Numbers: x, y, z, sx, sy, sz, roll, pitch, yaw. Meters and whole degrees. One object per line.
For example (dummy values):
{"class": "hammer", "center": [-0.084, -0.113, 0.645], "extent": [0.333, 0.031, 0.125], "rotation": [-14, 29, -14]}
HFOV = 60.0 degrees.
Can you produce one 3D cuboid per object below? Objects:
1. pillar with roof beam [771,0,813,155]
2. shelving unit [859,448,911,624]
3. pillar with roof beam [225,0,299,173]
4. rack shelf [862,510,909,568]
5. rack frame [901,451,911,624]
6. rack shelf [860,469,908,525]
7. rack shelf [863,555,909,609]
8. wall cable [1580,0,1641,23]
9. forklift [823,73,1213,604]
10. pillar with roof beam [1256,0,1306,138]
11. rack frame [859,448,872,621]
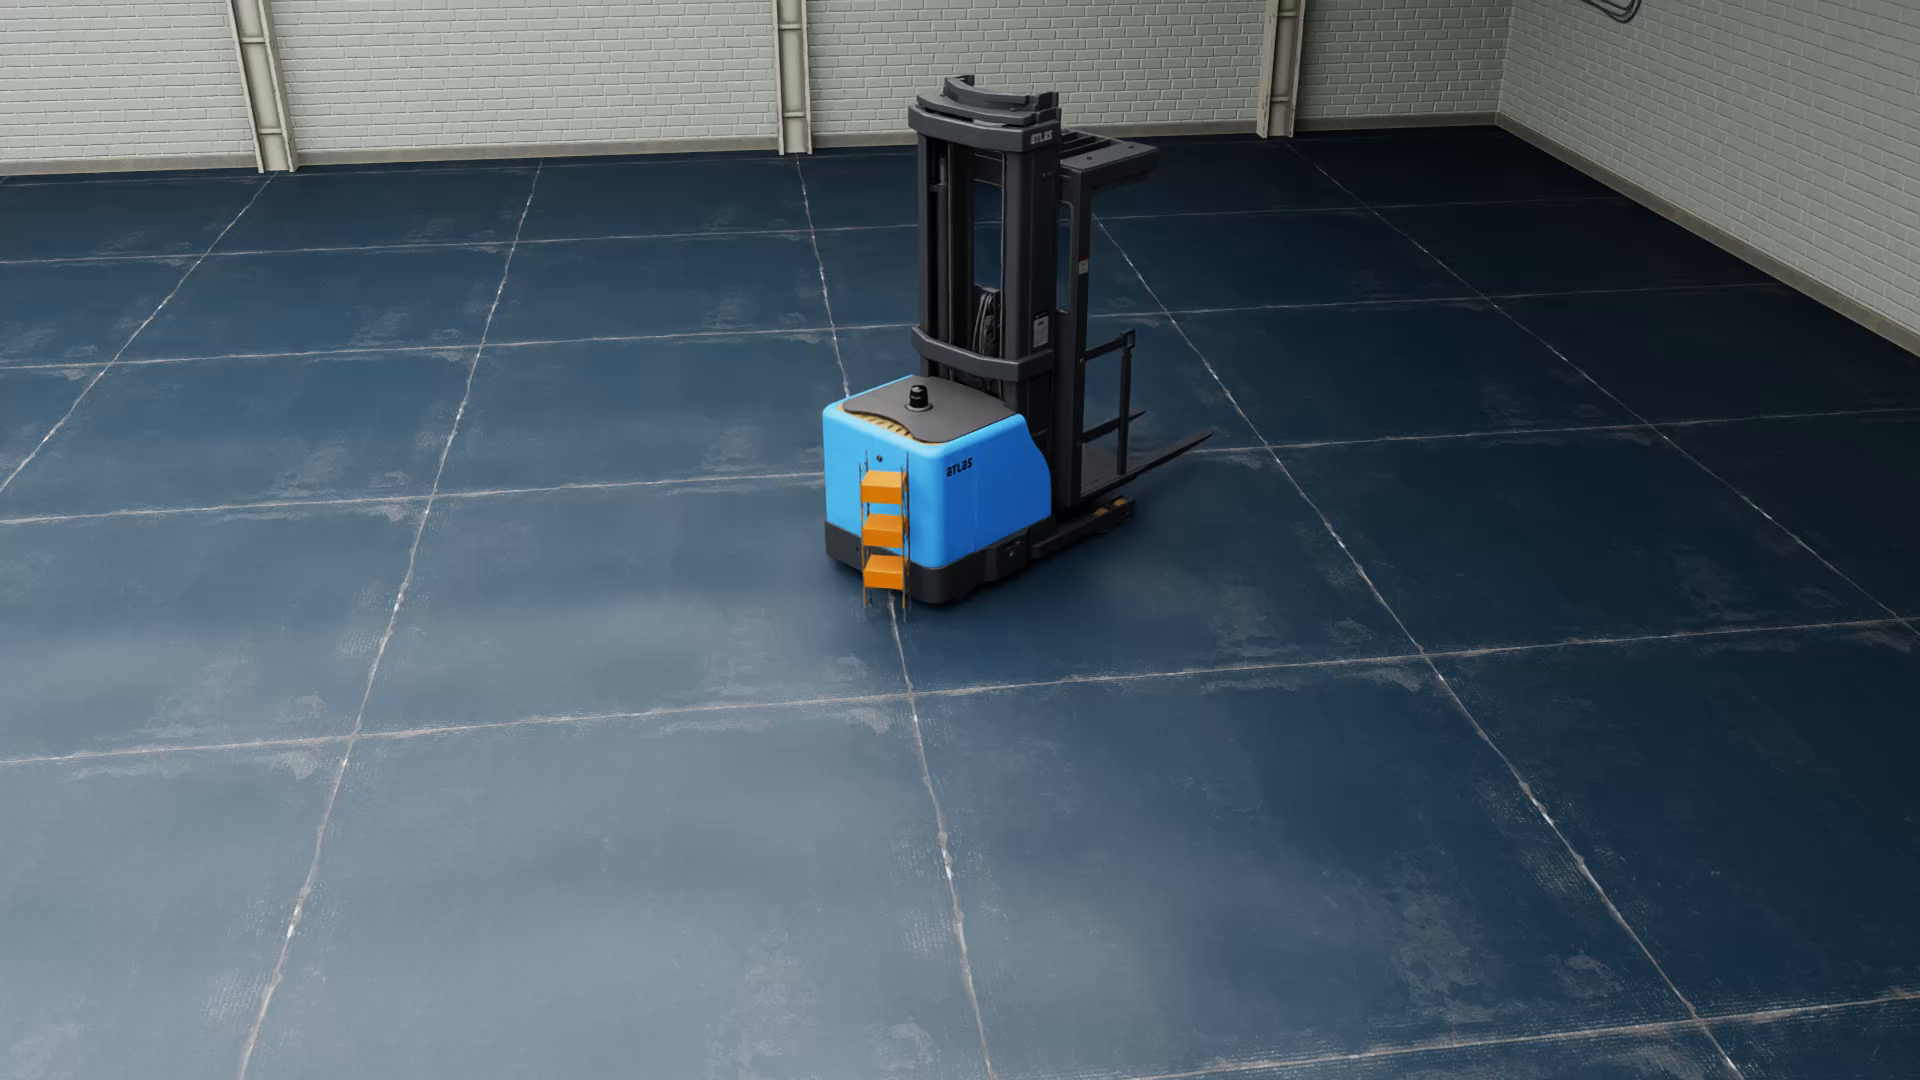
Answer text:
{"class": "pillar with roof beam", "center": [-1.394, -6.767, 14.284], "extent": [0.400, 9.000, 9.100], "rotation": [-4, 27, -7]}
{"class": "shelving unit", "center": [-0.438, -0.015, 9.826], "extent": [0.252, 1.050, 0.215], "rotation": [4, 28, 8]}
{"class": "pillar with roof beam", "center": [-7.335, -6.385, 13.540], "extent": [0.400, 9.000, 9.100], "rotation": [-4, 27, -7]}
{"class": "rack shelf", "center": [-0.438, -0.006, 9.831], "extent": [0.240, 0.259, 0.215], "rotation": [4, 28, 8]}
{"class": "rack frame", "center": [-0.317, -0.007, 9.809], "extent": [0.008, 1.050, 0.200], "rotation": [4, 28, 8]}
{"class": "rack shelf", "center": [-0.439, -0.257, 9.700], "extent": [0.240, 0.259, 0.215], "rotation": [4, 28, 8]}
{"class": "rack shelf", "center": [-0.437, 0.240, 9.960], "extent": [0.240, 0.259, 0.215], "rotation": [4, 28, 8]}
{"class": "wall cable", "center": [7.050, -7.303, 18.729], "extent": [0.112, 2.526, 3.097], "rotation": [-4, 27, -7]}
{"class": "forklift", "center": [0.531, -1.496, 10.658], "extent": [1.130, 2.935, 3.031], "rotation": [24, 36, 38]}
{"class": "pillar with roof beam", "center": [4.548, -7.149, 15.027], "extent": [0.400, 9.000, 9.100], "rotation": [-4, 27, -7]}
{"class": "rack frame", "center": [-0.558, -0.024, 9.844], "extent": [0.008, 1.050, 0.200], "rotation": [4, 28, 8]}
